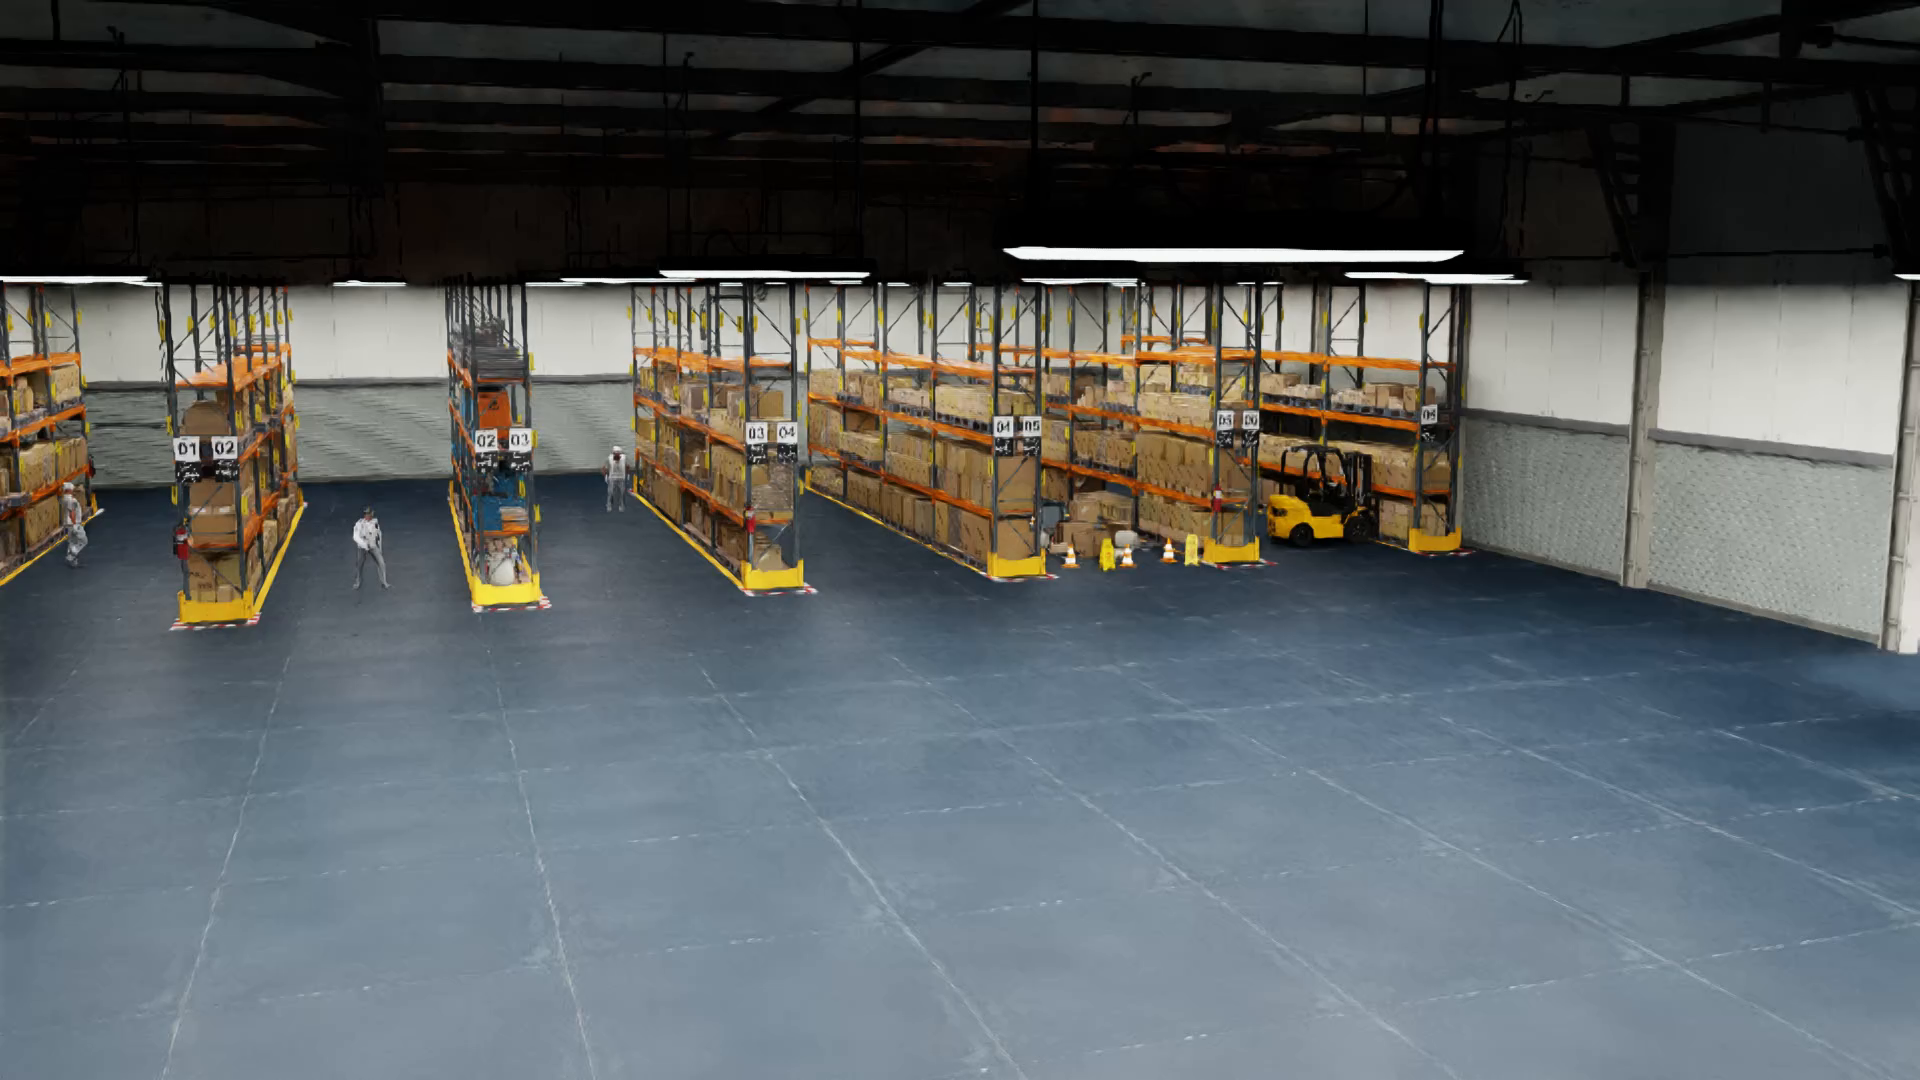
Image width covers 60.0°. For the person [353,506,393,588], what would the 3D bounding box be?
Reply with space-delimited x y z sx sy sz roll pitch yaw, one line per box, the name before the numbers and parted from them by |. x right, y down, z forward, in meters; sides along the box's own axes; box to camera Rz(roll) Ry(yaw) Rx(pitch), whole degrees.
person | -11.333 0.128 31.860 0.643 1.612 0.794 -6 11 -35

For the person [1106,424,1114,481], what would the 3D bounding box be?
person | 4.478 -2.599 49.589 0.576 1.714 0.701 -2 9 -16

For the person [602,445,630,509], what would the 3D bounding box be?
person | -8.841 -1.612 42.825 0.702 1.671 0.548 -3 9 -18

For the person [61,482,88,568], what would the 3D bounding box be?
person | -18.243 -0.304 34.159 0.444 1.786 0.592 -8 12 -42
